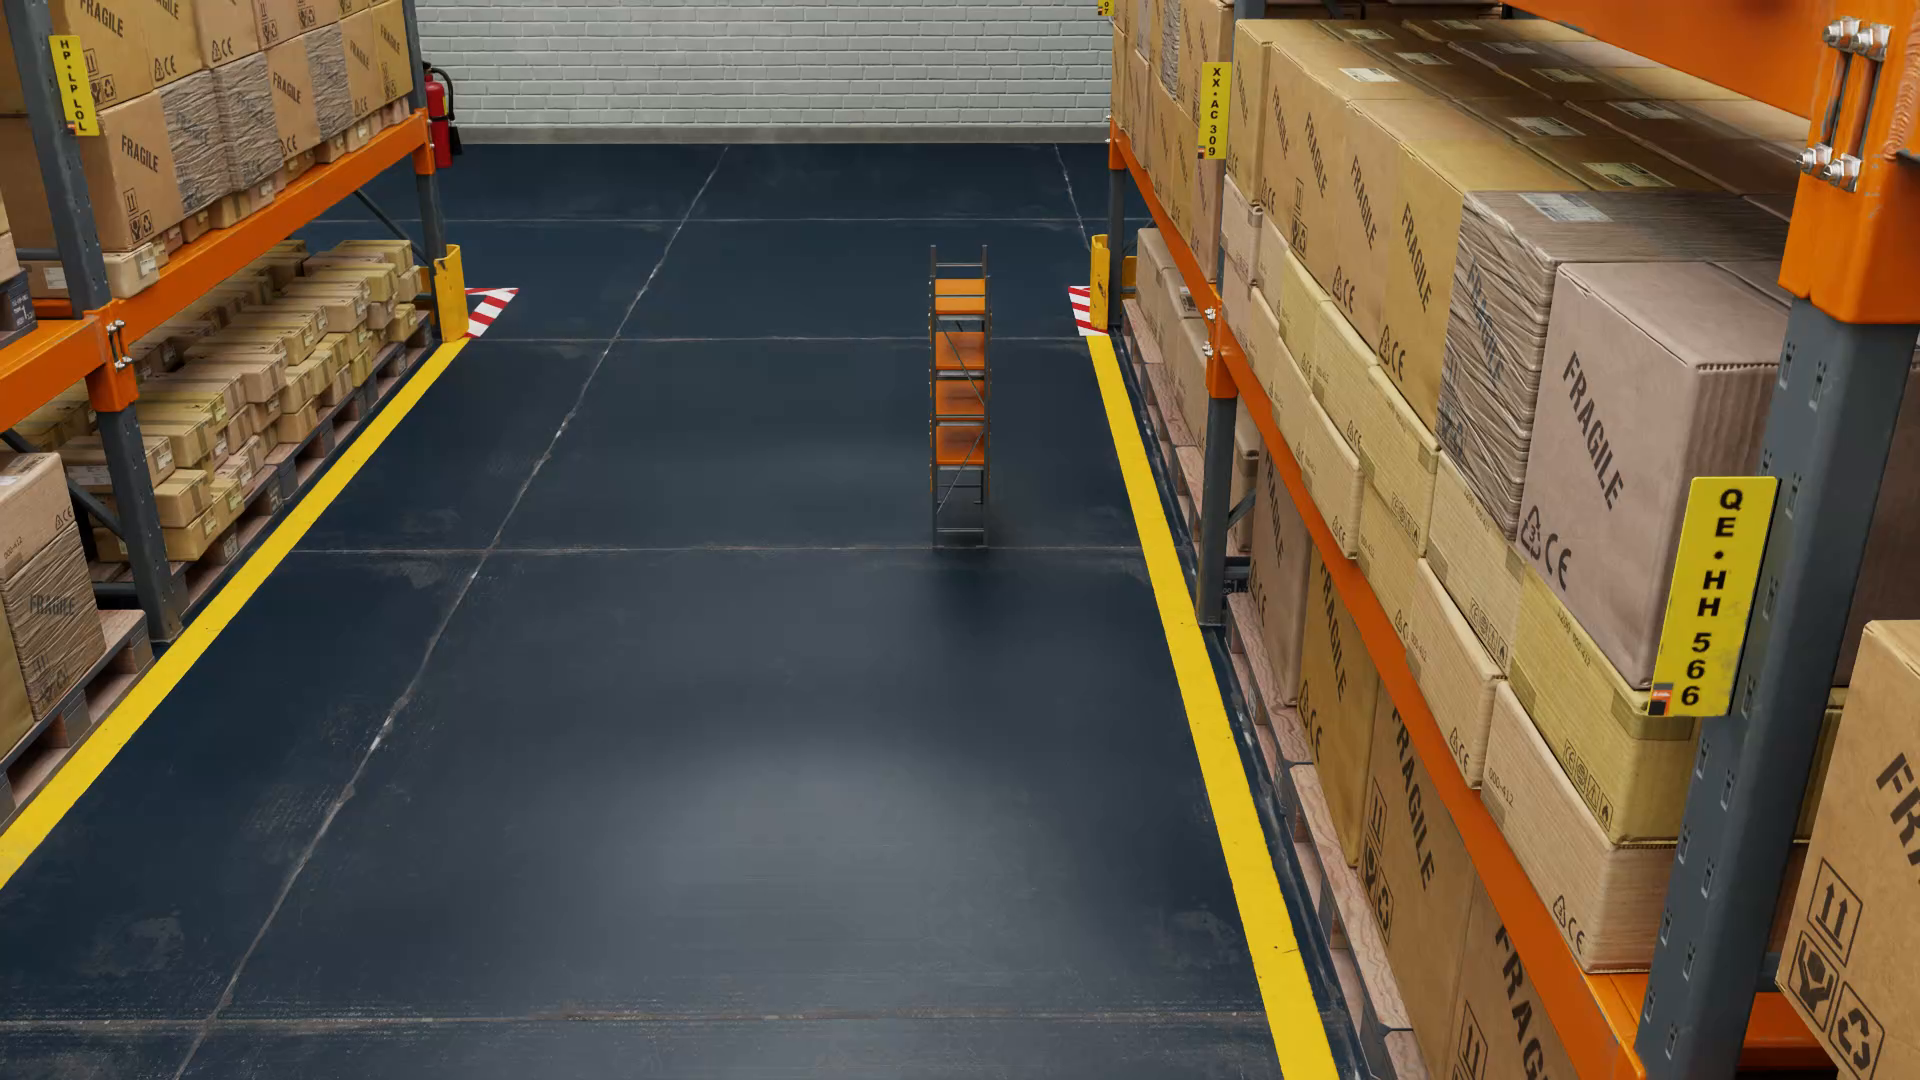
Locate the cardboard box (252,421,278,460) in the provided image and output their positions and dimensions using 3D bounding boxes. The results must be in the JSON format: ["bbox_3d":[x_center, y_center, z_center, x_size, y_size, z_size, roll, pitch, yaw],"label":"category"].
[{"bbox_3d":[-3.348,-0.457,7.571,0.380,0.149,0.250,-1,24,-3],"label":"cardboard box"}]

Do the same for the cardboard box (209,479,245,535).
[{"bbox_3d":[-3.203,-0.140,6.869,0.380,0.149,0.250,0,24,1],"label":"cardboard box"}]

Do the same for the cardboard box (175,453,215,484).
[{"bbox_3d":[-3.293,-0.269,6.794,0.380,0.149,0.250,0,24,0],"label":"cardboard box"}]

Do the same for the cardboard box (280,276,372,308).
[{"bbox_3d":[-3.287,-1.264,8.633,0.380,0.149,0.250,-1,24,-3],"label":"cardboard box"}]

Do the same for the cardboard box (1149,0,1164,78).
[{"bbox_3d":[1.141,-2.370,7.516,0.500,0.500,0.500,0,24,0],"label":"cardboard box"}]

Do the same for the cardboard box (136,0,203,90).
[{"bbox_3d":[-3.299,-2.024,6.389,0.500,0.500,0.500,-1,24,-2],"label":"cardboard box"}]

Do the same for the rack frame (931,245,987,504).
[{"bbox_3d":[-0.004,-0.715,7.376,0.240,1.200,0.015,0,24,-1],"label":"rack frame"}]

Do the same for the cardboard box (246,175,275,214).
[{"bbox_3d":[-3.256,-1.533,7.304,0.380,0.149,0.250,1,24,2],"label":"cardboard box"}]

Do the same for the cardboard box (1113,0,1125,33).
[{"bbox_3d":[1.108,-3.001,8.910,0.500,0.500,0.500,-1,24,-2],"label":"cardboard box"}]

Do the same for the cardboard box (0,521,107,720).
[{"bbox_3d":[-3.257,0.265,5.548,0.500,0.500,0.500,-1,24,-2],"label":"cardboard box"}]

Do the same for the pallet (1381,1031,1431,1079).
[{"bbox_3d":[1.542,1.543,3.582,1.003,0.211,1.213,0,24,-1],"label":"pallet"}]

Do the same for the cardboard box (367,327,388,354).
[{"bbox_3d":[-3.326,-1.096,8.984,0.380,0.149,0.250,0,24,-1],"label":"cardboard box"}]

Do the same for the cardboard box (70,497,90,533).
[{"bbox_3d":[-3.781,-0.146,6.884,0.380,0.149,0.250,0,24,1],"label":"cardboard box"}]

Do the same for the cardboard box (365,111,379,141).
[{"bbox_3d":[-3.291,-2.181,8.738,0.380,0.149,0.250,0,24,-1],"label":"cardboard box"}]

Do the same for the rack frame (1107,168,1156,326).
[{"bbox_3d":[1.388,-2.699,9.577,1.000,3.000,0.127,0,24,-1],"label":"rack frame"}]

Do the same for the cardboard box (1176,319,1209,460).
[{"bbox_3d":[1.522,-0.702,7.763,0.875,0.438,0.875,-1,24,-2],"label":"cardboard box"}]

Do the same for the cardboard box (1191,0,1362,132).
[{"bbox_3d":[1.150,-1.745,6.133,0.500,0.500,0.500,0,24,-1],"label":"cardboard box"}]

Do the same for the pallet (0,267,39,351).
[{"bbox_3d":[-3.654,-0.583,5.133,1.003,0.211,1.213,0,24,-1],"label":"pallet"}]

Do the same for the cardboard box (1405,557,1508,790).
[{"bbox_3d":[1.189,0.249,3.242,0.500,0.250,0.500,0,24,0],"label":"cardboard box"}]

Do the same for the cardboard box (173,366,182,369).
[{"bbox_3d":[-3.744,-0.794,7.954,0.380,0.149,0.250,1,24,2],"label":"cardboard box"}]

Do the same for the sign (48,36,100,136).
[{"bbox_3d":[-2.962,-1.518,5.561,0.100,0.325,0.005,0,24,-1],"label":"sign"}]

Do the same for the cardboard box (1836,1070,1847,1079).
[{"bbox_3d":[1.293,0.656,1.955,0.380,0.149,0.250,-2,24,-4],"label":"cardboard box"}]

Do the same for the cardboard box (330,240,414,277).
[{"bbox_3d":[-3.301,-1.581,9.334,0.380,0.149,0.250,0,24,0],"label":"cardboard box"}]

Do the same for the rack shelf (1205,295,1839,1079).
[{"bbox_3d":[1.453,0.102,4.258,1.077,0.370,4.000,0,24,-1],"label":"rack shelf"}]

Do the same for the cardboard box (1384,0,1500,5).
[{"bbox_3d":[1.688,-1.978,5.862,0.380,0.149,0.250,-1,24,-1],"label":"cardboard box"}]

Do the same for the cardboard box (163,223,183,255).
[{"bbox_3d":[-3.325,-1.206,6.581,0.380,0.149,0.250,-1,24,-3],"label":"cardboard box"}]

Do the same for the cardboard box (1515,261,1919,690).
[{"bbox_3d":[1.208,-0.115,2.530,0.500,0.500,0.500,-1,24,-2],"label":"cardboard box"}]

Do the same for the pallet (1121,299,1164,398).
[{"bbox_3d":[1.475,-1.099,9.424,1.003,0.211,1.213,0,24,-1],"label":"pallet"}]

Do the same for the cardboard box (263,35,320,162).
[{"bbox_3d":[-3.288,-2.005,7.561,0.500,0.500,0.500,1,24,2],"label":"cardboard box"}]

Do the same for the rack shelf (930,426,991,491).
[{"bbox_3d":[-0.002,-0.373,7.263,0.258,0.148,0.480,0,24,-1],"label":"rack shelf"}]

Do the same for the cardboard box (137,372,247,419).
[{"bbox_3d":[-3.335,-0.618,7.204,0.380,0.149,0.250,-1,24,-2],"label":"cardboard box"}]

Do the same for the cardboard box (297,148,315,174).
[{"bbox_3d":[-3.348,-1.856,8.019,0.380,0.149,0.250,-1,24,-3],"label":"cardboard box"}]

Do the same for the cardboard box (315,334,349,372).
[{"bbox_3d":[-3.259,-0.913,8.218,0.380,0.149,0.250,1,24,2],"label":"cardboard box"}]

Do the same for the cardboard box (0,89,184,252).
[{"bbox_3d":[-3.270,-1.373,6.163,0.500,0.500,0.500,-1,24,-2],"label":"cardboard box"}]

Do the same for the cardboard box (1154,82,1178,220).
[{"bbox_3d":[1.140,-1.705,7.258,0.500,0.500,0.500,-1,24,-1],"label":"cardboard box"}]

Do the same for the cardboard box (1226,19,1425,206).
[{"bbox_3d":[1.149,-1.369,5.302,0.500,0.500,0.500,0,24,0],"label":"cardboard box"}]

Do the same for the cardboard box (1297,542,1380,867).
[{"bbox_3d":[1.536,0.354,4.897,0.875,0.875,0.875,0,24,1],"label":"cardboard box"}]

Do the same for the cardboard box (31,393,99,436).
[{"bbox_3d":[-3.833,-0.503,6.950,0.380,0.149,0.250,0,24,-1],"label":"cardboard box"}]

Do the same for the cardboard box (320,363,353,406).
[{"bbox_3d":[-3.261,-0.777,8.278,0.380,0.149,0.250,0,24,0],"label":"cardboard box"}]

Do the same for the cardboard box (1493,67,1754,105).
[{"bbox_3d":[1.687,-0.946,4.368,0.500,0.500,0.500,0,24,1],"label":"cardboard box"}]

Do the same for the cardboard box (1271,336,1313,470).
[{"bbox_3d":[1.169,-0.375,4.621,0.500,0.250,0.500,0,24,-1],"label":"cardboard box"}]

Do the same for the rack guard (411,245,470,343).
[{"bbox_3d":[-3.560,-1.464,9.881,1.175,0.500,0.348,0,24,-1],"label":"rack guard"}]

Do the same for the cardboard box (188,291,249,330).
[{"bbox_3d":[-3.818,-1.147,8.374,0.380,0.149,0.250,1,24,2],"label":"cardboard box"}]

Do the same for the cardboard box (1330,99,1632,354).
[{"bbox_3d":[1.197,-0.740,3.911,0.500,0.500,0.500,-1,24,-1],"label":"cardboard box"}]

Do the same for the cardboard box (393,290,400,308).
[{"bbox_3d":[-3.320,-1.339,9.158,0.380,0.149,0.250,-1,24,-2],"label":"cardboard box"}]

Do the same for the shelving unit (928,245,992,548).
[{"bbox_3d":[-0.002,-0.615,7.154,0.258,1.200,0.503,0,24,-1],"label":"shelving unit"}]

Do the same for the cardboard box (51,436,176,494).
[{"bbox_3d":[-3.314,-0.293,6.485,0.380,0.149,0.250,1,24,2],"label":"cardboard box"}]

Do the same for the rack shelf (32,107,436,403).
[{"bbox_3d":[-3.539,-1.483,7.762,1.077,0.370,4.000,0,24,-1],"label":"rack shelf"}]

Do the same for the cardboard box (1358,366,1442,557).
[{"bbox_3d":[1.181,-0.182,3.588,0.500,0.250,0.500,-1,24,-2],"label":"cardboard box"}]

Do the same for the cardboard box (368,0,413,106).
[{"bbox_3d":[-3.298,-2.632,8.947,0.500,0.500,0.500,0,24,1],"label":"cardboard box"}]

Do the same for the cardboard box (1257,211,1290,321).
[{"bbox_3d":[1.188,-0.813,4.982,0.500,0.250,0.500,0,24,0],"label":"cardboard box"}]

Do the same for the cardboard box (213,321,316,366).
[{"bbox_3d":[-3.305,-0.937,7.910,0.380,0.149,0.250,0,24,0],"label":"cardboard box"}]

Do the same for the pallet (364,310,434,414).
[{"bbox_3d":[-3.586,-0.998,9.200,1.003,0.211,1.213,0,24,-1],"label":"pallet"}]

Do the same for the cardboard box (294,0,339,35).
[{"bbox_3d":[-3.287,-2.661,7.798,0.500,0.500,0.500,1,24,2],"label":"cardboard box"}]

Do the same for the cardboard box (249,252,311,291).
[{"bbox_3d":[-3.771,-1.468,9.083,0.380,0.149,0.250,0,24,0],"label":"cardboard box"}]

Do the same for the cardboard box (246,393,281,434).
[{"bbox_3d":[-3.312,-0.594,7.512,0.380,0.149,0.250,1,24,2],"label":"cardboard box"}]

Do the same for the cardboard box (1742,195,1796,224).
[{"bbox_3d":[1.699,-0.312,2.965,0.500,0.500,0.500,0,24,0],"label":"cardboard box"}]

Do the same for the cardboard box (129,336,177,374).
[{"bbox_3d":[-3.869,-0.832,7.679,0.380,0.149,0.250,-1,24,-2],"label":"cardboard box"}]

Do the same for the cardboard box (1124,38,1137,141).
[{"bbox_3d":[1.140,-2.337,8.655,0.500,0.500,0.500,-1,24,-1],"label":"cardboard box"}]
